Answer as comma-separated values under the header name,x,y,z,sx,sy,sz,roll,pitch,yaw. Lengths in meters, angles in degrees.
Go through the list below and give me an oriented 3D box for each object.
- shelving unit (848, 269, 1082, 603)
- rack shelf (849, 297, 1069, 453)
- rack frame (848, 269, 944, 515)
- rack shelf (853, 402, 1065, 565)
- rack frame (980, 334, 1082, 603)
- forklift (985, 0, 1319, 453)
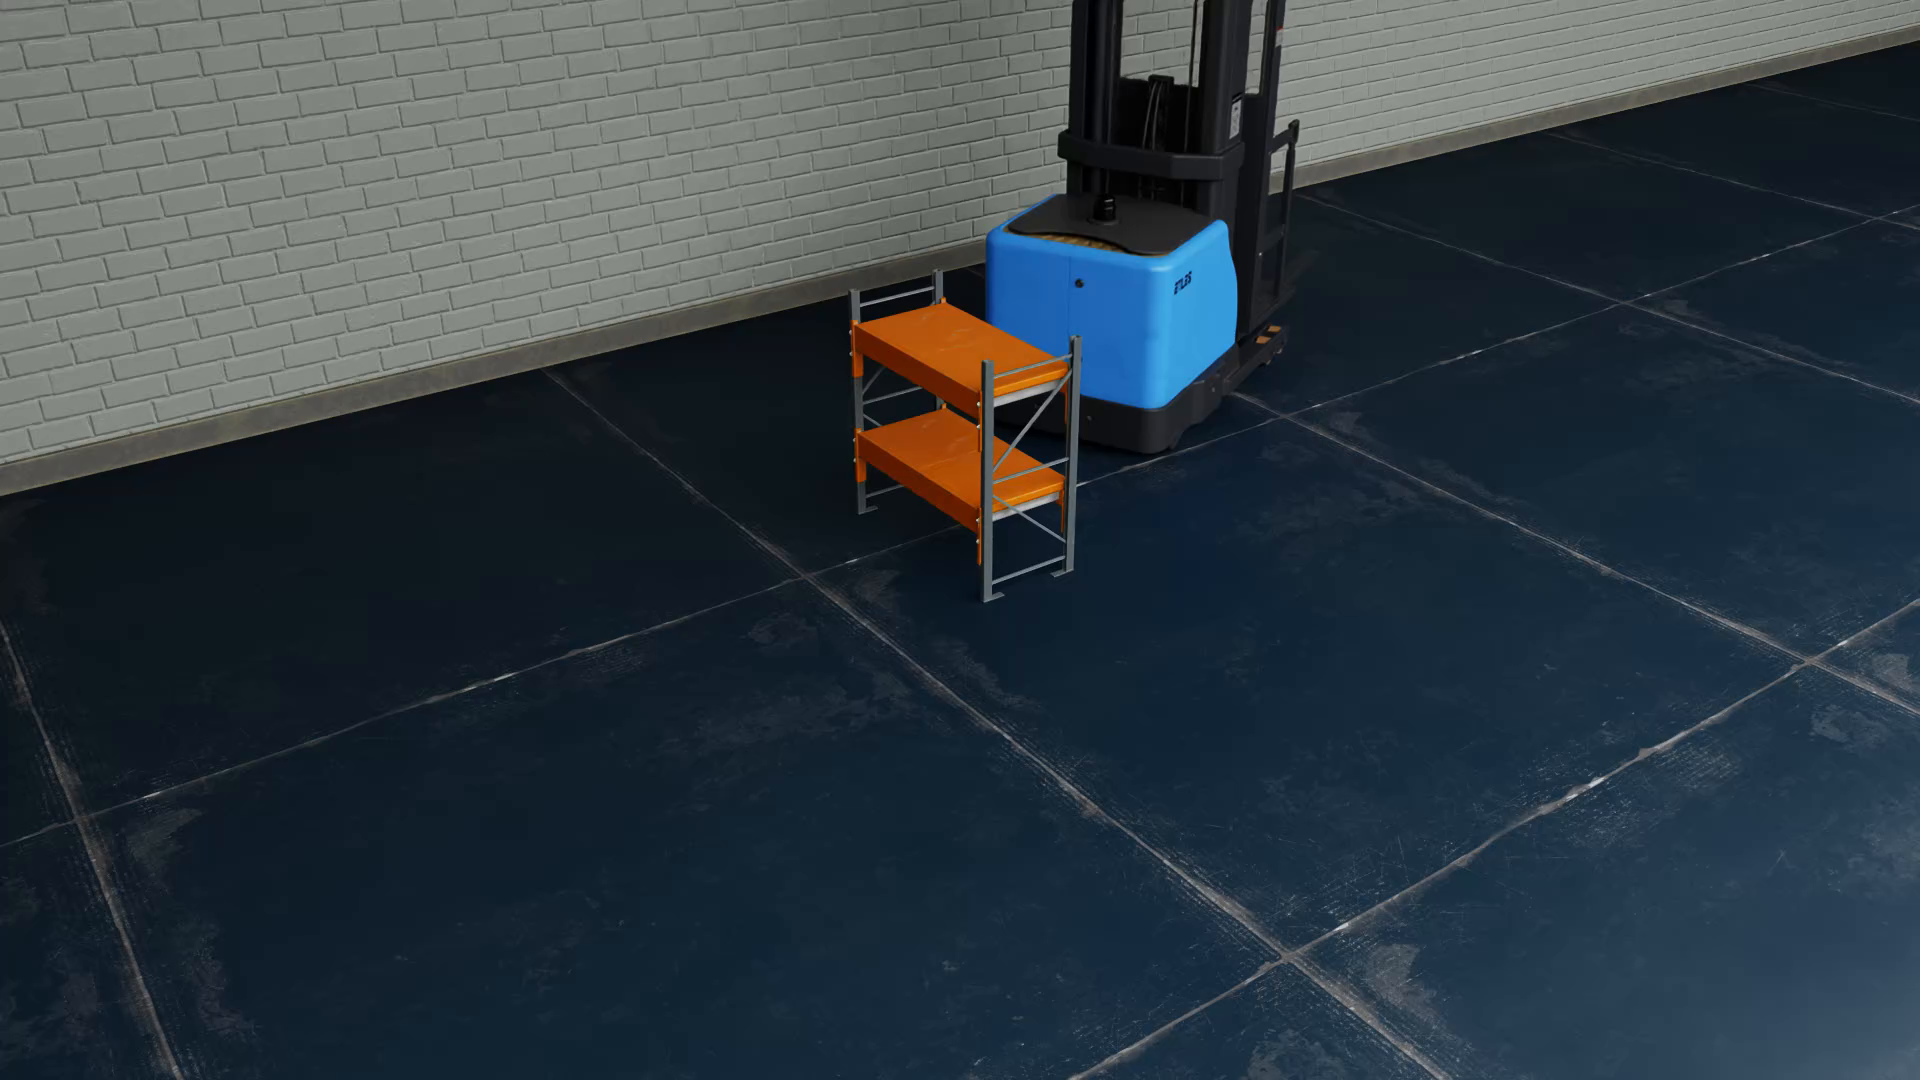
name,x,y,z,sx,sy,sz,roll,pitch,yaw
shelving unit,0.004,-0.492,7.477,0.538,1.125,1.048,-19,34,-31
rack shelf,0.004,-0.749,7.337,0.538,0.278,1.000,-19,34,-31
rack frame,-0.291,-0.689,7.841,0.500,1.125,0.032,-19,34,-31
rack shelf,0.004,-0.277,7.593,0.538,0.278,1.000,-19,34,-31
rack frame,0.299,-0.294,7.113,0.500,1.125,0.032,-19,34,-31
forklift,1.275,-2.395,9.089,1.130,2.935,3.031,15,32,25
